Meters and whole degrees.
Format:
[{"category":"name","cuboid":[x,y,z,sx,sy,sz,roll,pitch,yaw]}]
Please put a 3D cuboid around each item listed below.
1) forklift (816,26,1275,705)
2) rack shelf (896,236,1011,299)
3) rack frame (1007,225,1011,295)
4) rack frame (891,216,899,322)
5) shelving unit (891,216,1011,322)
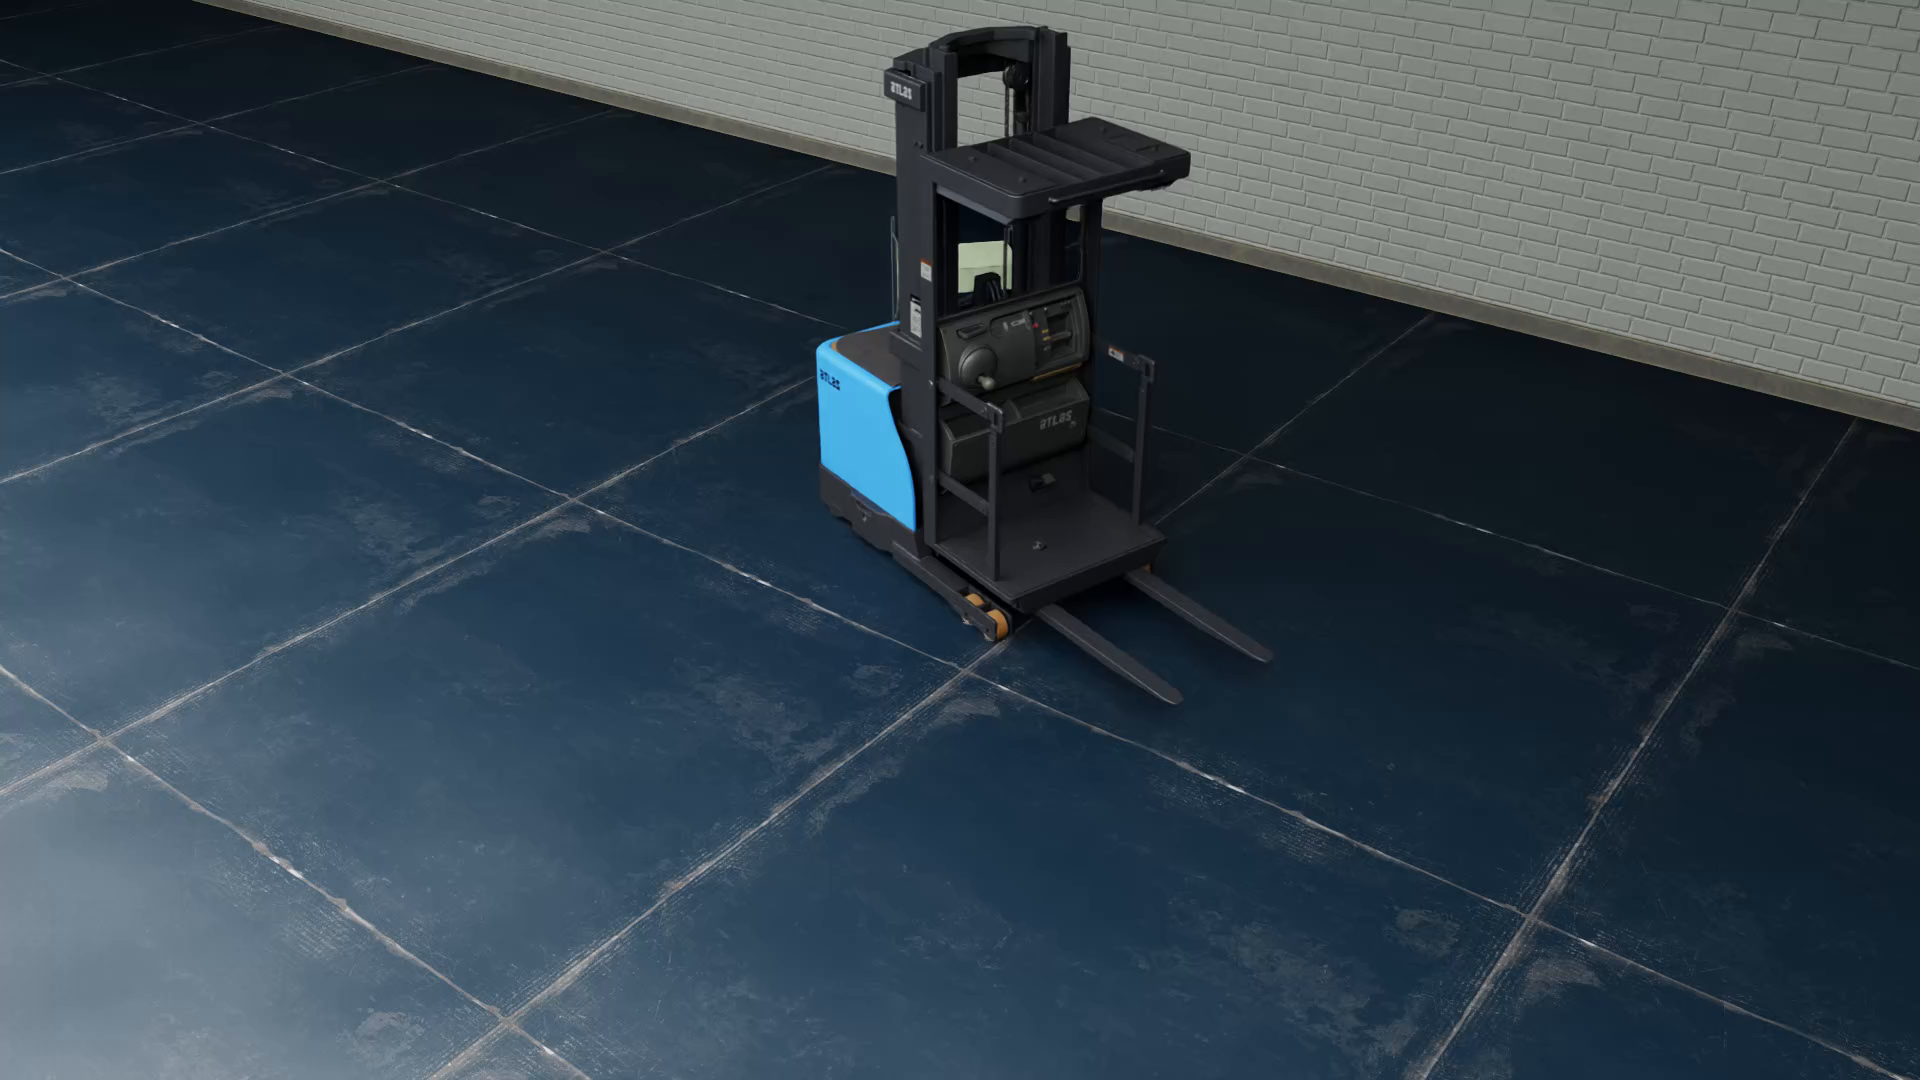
[{"category":"forklift","cuboid":[0.422,-1.005,8.570,1.130,2.935,3.031,-20,36,-30]},{"category":"rack shelf","cuboid":[-0.016,-1.596,10.207,0.720,0.370,0.431,-5,31,-9]},{"category":"rack frame","cuboid":[0.344,-1.295,10.464,0.023,1.500,0.400,-5,31,-9]},{"category":"rack frame","cuboid":[-0.376,-1.227,10.349,0.023,1.500,0.400,-5,31,-9]},{"category":"shelving unit","cuboid":[-0.016,-1.261,10.406,0.755,1.500,0.431,-5,31,-9]}]
